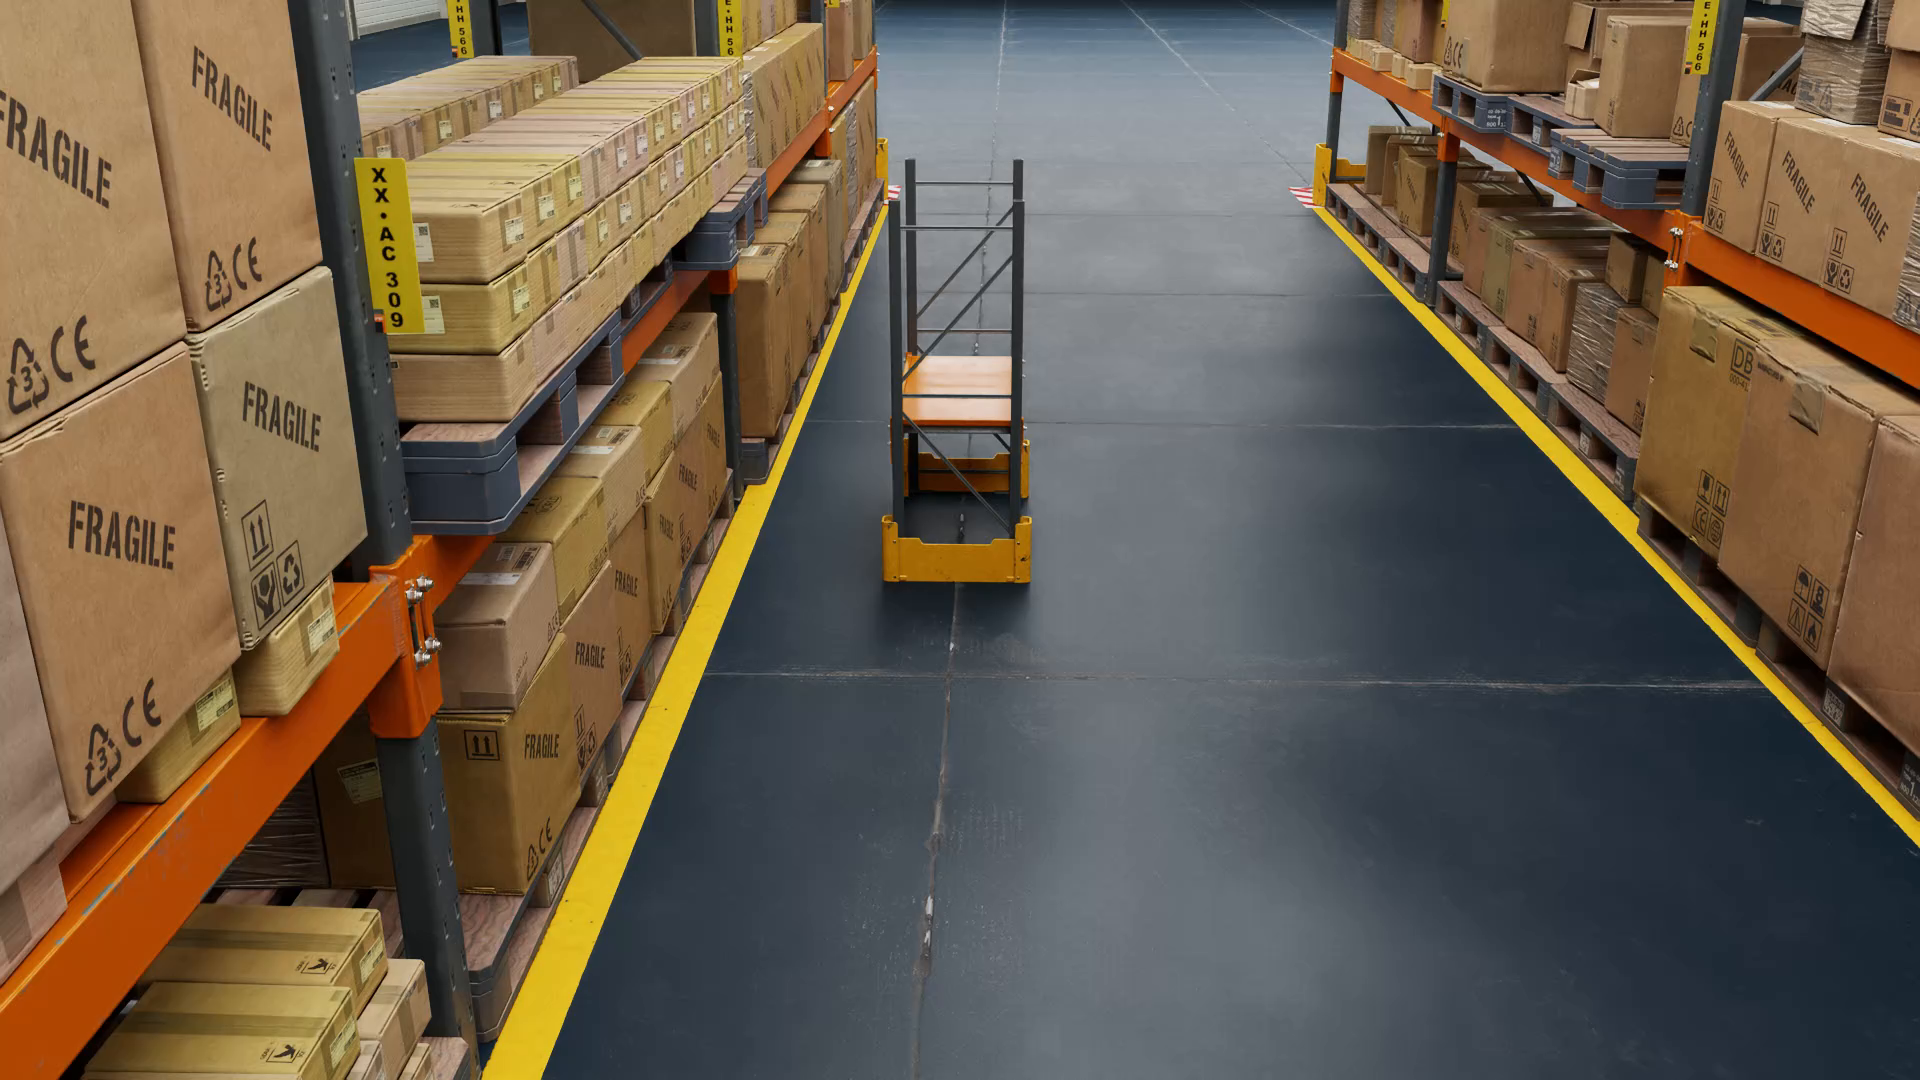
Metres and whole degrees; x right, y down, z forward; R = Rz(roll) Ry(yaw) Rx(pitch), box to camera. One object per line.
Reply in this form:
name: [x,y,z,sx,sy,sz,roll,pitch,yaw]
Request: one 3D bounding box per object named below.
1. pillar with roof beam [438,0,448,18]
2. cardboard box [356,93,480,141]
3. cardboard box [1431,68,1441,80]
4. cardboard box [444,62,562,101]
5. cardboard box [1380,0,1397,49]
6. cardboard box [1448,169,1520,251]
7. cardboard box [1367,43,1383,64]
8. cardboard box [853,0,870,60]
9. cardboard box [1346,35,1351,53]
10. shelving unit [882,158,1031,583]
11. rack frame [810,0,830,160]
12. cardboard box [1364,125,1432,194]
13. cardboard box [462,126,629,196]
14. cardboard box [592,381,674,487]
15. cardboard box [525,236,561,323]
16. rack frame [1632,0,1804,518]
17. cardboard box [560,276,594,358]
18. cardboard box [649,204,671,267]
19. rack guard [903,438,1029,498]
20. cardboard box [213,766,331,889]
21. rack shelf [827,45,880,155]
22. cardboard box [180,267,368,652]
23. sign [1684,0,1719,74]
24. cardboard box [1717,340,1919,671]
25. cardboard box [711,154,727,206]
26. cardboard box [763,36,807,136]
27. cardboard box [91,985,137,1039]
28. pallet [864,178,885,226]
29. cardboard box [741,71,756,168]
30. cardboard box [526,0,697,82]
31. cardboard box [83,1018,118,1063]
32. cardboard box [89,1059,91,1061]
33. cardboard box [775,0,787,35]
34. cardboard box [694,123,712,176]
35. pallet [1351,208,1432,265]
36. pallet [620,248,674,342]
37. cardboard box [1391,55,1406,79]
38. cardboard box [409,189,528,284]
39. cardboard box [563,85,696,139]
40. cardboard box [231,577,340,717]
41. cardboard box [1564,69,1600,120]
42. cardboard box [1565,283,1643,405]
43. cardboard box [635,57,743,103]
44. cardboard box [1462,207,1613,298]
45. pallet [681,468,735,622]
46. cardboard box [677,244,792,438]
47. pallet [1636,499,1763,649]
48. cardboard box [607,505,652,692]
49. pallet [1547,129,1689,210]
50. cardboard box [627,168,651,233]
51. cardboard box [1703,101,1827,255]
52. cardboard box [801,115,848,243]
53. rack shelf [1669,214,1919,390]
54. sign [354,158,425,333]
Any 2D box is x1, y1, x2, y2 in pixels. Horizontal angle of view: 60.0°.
pillar with roof beam: [-7.040,-15.738,35.151,9.100,9.000,0.400,1,21,2]
cardboard box: [-1.728,-1.305,5.190,0.380,0.149,0.250,1,21,3]
cardboard box: [3.392,-3.088,11.189,0.380,0.149,0.250,1,21,2]
cardboard box: [-1.695,-1.683,6.165,0.380,0.149,0.250,0,21,0]
cardboard box: [3.718,-4.015,12.681,0.875,0.500,0.500,1,21,2]
cardboard box: [3.657,-2.326,11.753,0.500,0.500,0.500,8,22,19]
cardboard box: [3.418,-3.812,13.054,0.380,0.149,0.250,1,21,2]
cardboard box: [-1.199,-4.218,13.546,0.875,0.550,0.550,1,21,2]
cardboard box: [3.469,-4.173,13.985,0.380,0.149,0.250,1,21,2]
shelving unit: [0.002,-0.727,6.829,0.587,1.500,1.083,1,21,2]
rack frame: [-1.360,-3.036,10.706,1.000,3.000,0.127,1,21,2]
cardboard box: [3.680,-3.196,13.993,0.500,0.500,0.500,5,22,12]
cardboard box: [-1.102,-1.013,4.437,0.380,0.149,0.250,0,21,1]
cardboard box: [-1.276,-0.353,5.630,0.500,0.250,0.500,1,21,3]
cardboard box: [-1.126,-0.592,3.762,0.380,0.149,0.250,0,21,1]
rack frame: [3.473,-1.498,6.744,1.000,3.000,0.127,1,21,2]
cardboard box: [-1.118,-0.550,4.066,0.380,0.149,0.250,1,21,2]
cardboard box: [-1.087,-0.922,5.026,0.380,0.149,0.250,0,21,-1]
rack guard: [0.017,-0.324,7.519,0.587,0.250,0.087,1,21,2]
cardboard box: [-1.833,0.556,4.324,0.500,0.500,0.500,0,21,1]
rack shelf: [-1.299,-3.423,12.700,1.077,0.370,4.000,1,21,2]
cardboard box: [-1.336,-0.150,2.720,0.500,0.500,0.500,1,21,2]
sign: [2.930,-2.004,6.555,0.100,0.325,0.005,1,21,2]
cardboard box: [3.396,-0.132,5.579,1.225,0.875,0.875,1,21,2]
cardboard box: [-1.054,-1.302,6.004,0.380,0.149,0.250,1,21,3]
cardboard box: [-1.139,-2.525,9.252,0.500,0.500,0.500,1,21,2]
cardboard box: [-1.821,0.835,3.268,0.380,0.149,0.250,1,21,4]
pallet: [-1.185,-2.892,14.190,1.003,0.211,1.213,1,21,2]
cardboard box: [-1.198,-1.795,7.371,0.500,0.500,0.500,1,21,2]
cardboard box: [-1.458,-2.264,7.197,0.700,0.500,0.500,1,21,1]
cardboard box: [-1.934,0.979,3.308,0.380,0.149,0.250,2,21,4]
cardboard box: [-1.936,1.118,3.361,0.380,0.149,0.250,0,21,-1]
cardboard box: [-1.383,-3.183,9.565,0.700,0.500,0.500,0,21,1]
cardboard box: [-1.062,-1.341,5.694,0.380,0.149,0.250,1,21,2]
pallet: [3.614,-2.330,12.742,1.003,0.211,1.213,1,21,2]
pallet: [-1.501,-0.784,5.167,1.003,0.211,1.213,1,21,2]
cardboard box: [3.368,-3.451,12.122,0.380,0.149,0.250,1,21,2]
cardboard box: [-1.132,-0.636,3.467,0.380,0.149,0.250,2,21,4]
cardboard box: [-1.074,-1.394,5.419,0.380,0.149,0.250,1,21,2]
cardboard box: [-1.277,0.174,2.781,0.380,0.149,0.250,0,21,0]
cardboard box: [3.254,-2.237,8.253,0.396,0.266,0.258,0,21,0]
cardboard box: [3.477,-0.981,8.258,0.700,0.500,0.500,-1,21,-3]
cardboard box: [-1.038,-1.763,6.370,0.380,0.149,0.250,0,21,0]
cardboard box: [3.554,-1.762,10.272,0.700,0.500,0.500,-1,21,-3]
pallet: [-1.507,-0.007,6.755,1.003,0.211,1.213,1,21,2]
cardboard box: [-1.373,-0.955,7.874,1.050,0.750,0.750,0,21,1]
pallet: [3.374,0.086,6.515,1.003,0.211,1.213,1,21,2]
cardboard box: [-1.299,0.181,5.290,0.500,0.500,0.500,1,21,3]
pallet: [3.388,-1.668,7.445,1.213,0.211,1.003,1,21,2]
cardboard box: [-1.097,-0.972,4.744,0.380,0.149,0.250,0,21,1]
cardboard box: [3.186,-1.372,6.280,0.500,0.500,0.500,1,21,3]
cardboard box: [-1.271,-2.467,11.598,0.875,0.875,0.875,1,21,2]
rack shelf: [3.412,-0.440,5.010,1.077,0.370,4.000,1,21,2]
sign: [-1.061,-0.543,3.086,0.100,0.325,0.005,1,21,2]
